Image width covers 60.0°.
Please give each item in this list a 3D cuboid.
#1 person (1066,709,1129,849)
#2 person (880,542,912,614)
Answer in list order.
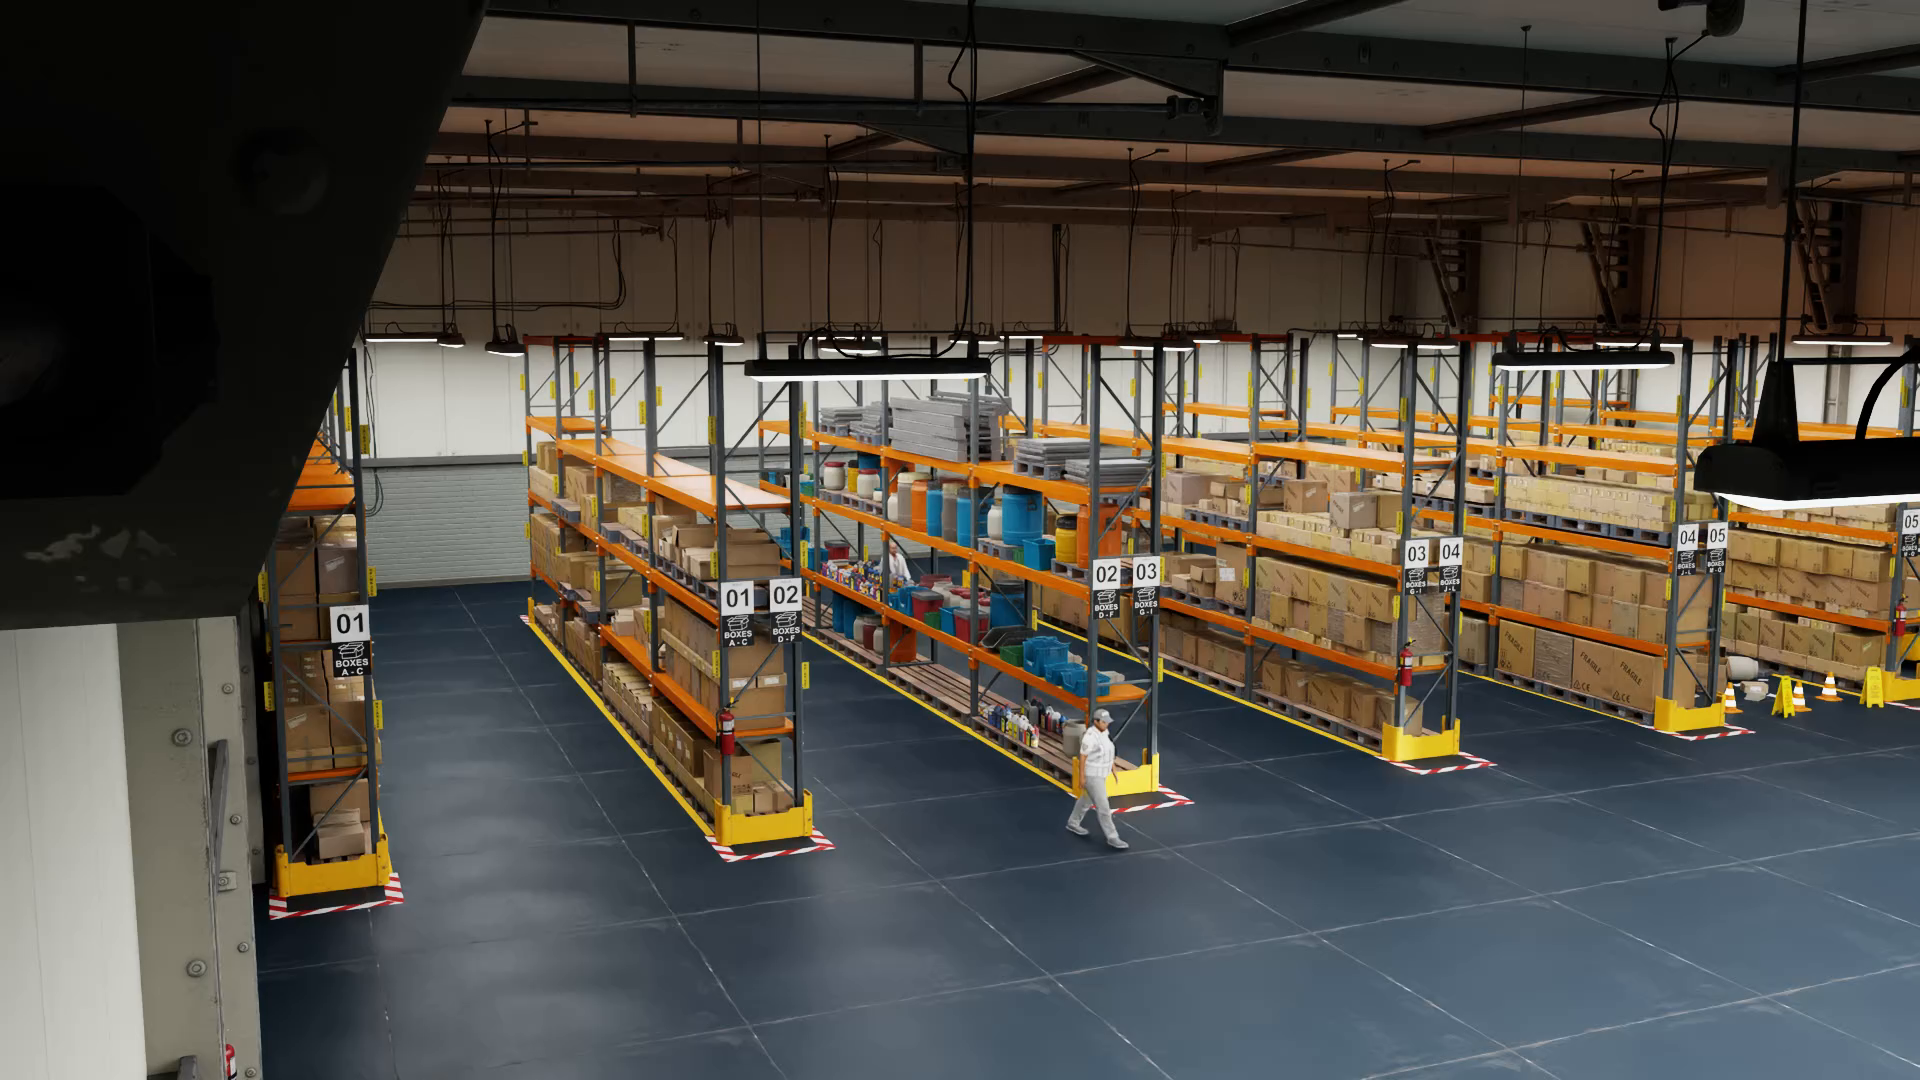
[{"bbox_3d":[1.689,2.842,20.136,0.957,1.610,0.528,4,9,28],"label":"person"},{"bbox_3d":[-1.341,0.902,34.278,0.595,1.727,1.159,-6,10,-38],"label":"person"}]
